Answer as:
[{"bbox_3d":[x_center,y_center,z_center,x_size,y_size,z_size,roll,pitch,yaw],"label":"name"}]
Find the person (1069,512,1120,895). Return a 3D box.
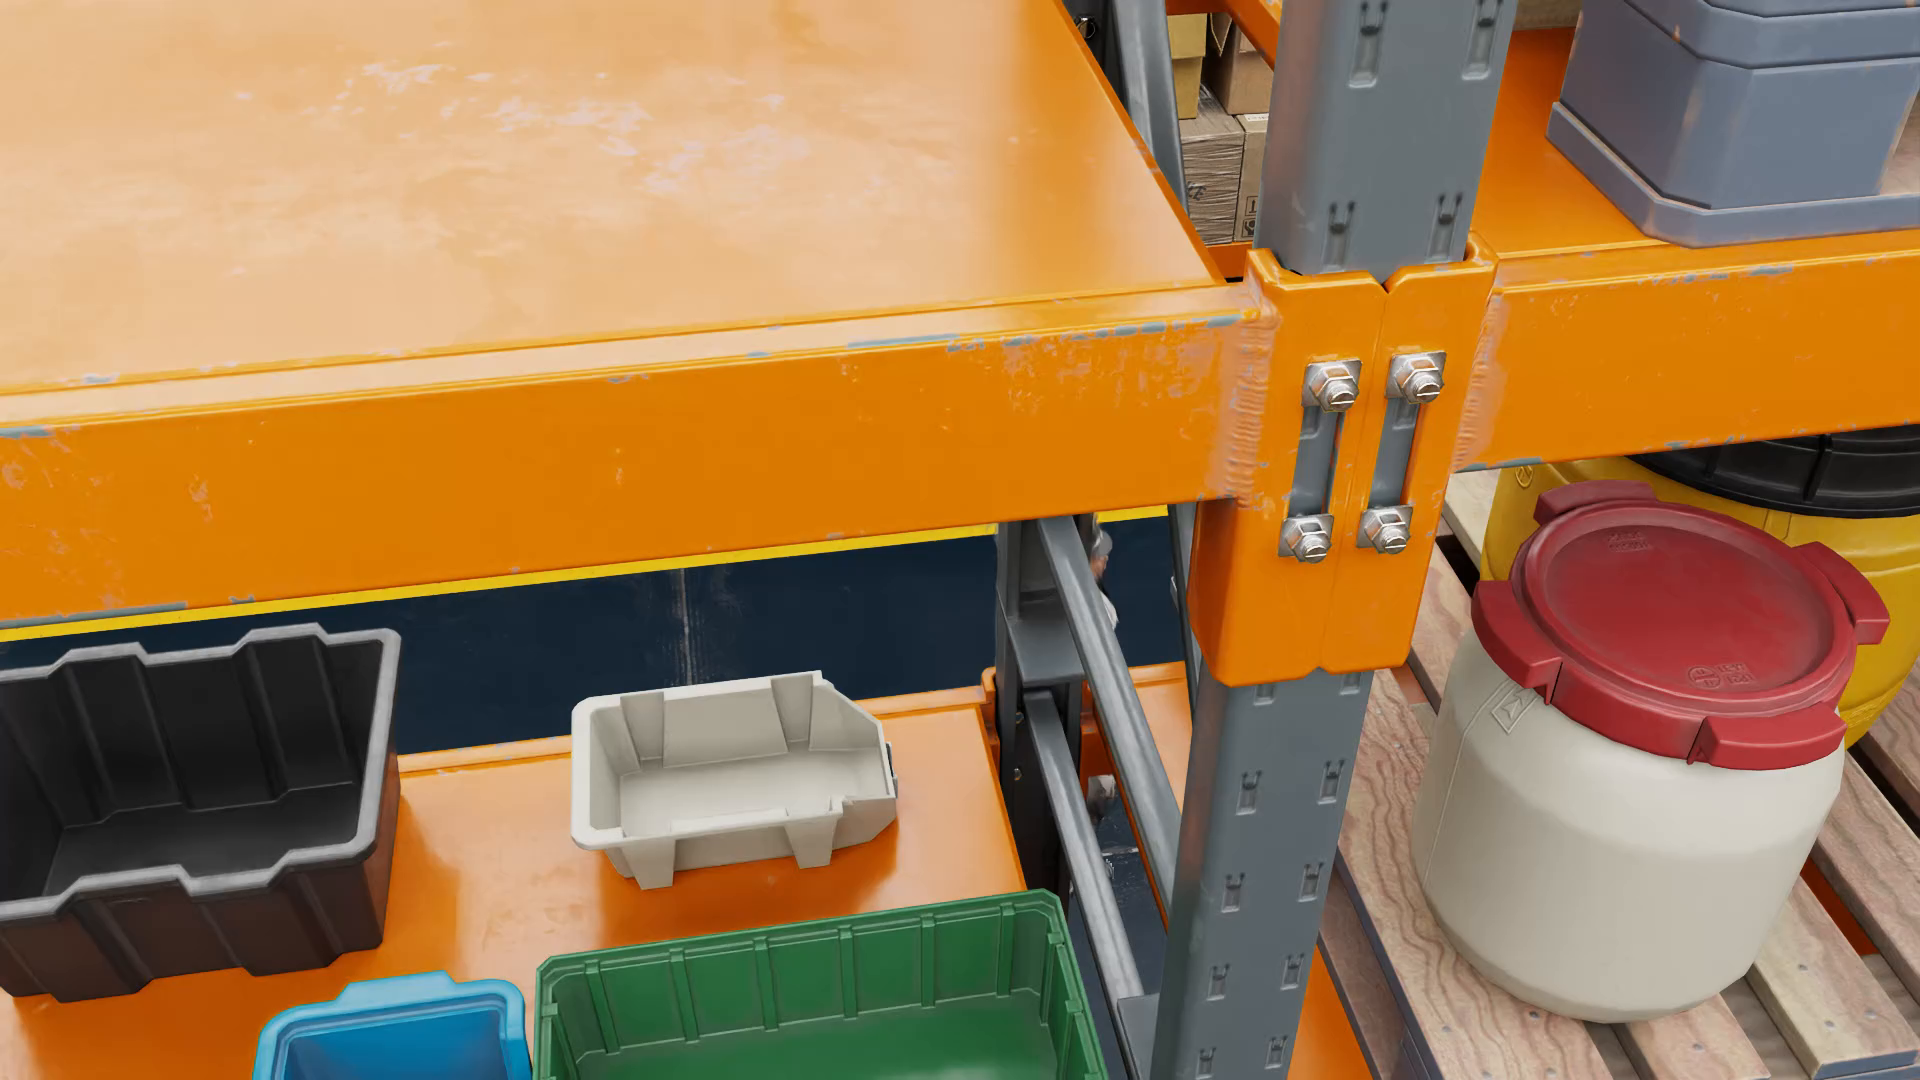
[{"bbox_3d":[0.362,0.589,5.405,0.484,1.740,0.518,3,39,4],"label":"person"}]
